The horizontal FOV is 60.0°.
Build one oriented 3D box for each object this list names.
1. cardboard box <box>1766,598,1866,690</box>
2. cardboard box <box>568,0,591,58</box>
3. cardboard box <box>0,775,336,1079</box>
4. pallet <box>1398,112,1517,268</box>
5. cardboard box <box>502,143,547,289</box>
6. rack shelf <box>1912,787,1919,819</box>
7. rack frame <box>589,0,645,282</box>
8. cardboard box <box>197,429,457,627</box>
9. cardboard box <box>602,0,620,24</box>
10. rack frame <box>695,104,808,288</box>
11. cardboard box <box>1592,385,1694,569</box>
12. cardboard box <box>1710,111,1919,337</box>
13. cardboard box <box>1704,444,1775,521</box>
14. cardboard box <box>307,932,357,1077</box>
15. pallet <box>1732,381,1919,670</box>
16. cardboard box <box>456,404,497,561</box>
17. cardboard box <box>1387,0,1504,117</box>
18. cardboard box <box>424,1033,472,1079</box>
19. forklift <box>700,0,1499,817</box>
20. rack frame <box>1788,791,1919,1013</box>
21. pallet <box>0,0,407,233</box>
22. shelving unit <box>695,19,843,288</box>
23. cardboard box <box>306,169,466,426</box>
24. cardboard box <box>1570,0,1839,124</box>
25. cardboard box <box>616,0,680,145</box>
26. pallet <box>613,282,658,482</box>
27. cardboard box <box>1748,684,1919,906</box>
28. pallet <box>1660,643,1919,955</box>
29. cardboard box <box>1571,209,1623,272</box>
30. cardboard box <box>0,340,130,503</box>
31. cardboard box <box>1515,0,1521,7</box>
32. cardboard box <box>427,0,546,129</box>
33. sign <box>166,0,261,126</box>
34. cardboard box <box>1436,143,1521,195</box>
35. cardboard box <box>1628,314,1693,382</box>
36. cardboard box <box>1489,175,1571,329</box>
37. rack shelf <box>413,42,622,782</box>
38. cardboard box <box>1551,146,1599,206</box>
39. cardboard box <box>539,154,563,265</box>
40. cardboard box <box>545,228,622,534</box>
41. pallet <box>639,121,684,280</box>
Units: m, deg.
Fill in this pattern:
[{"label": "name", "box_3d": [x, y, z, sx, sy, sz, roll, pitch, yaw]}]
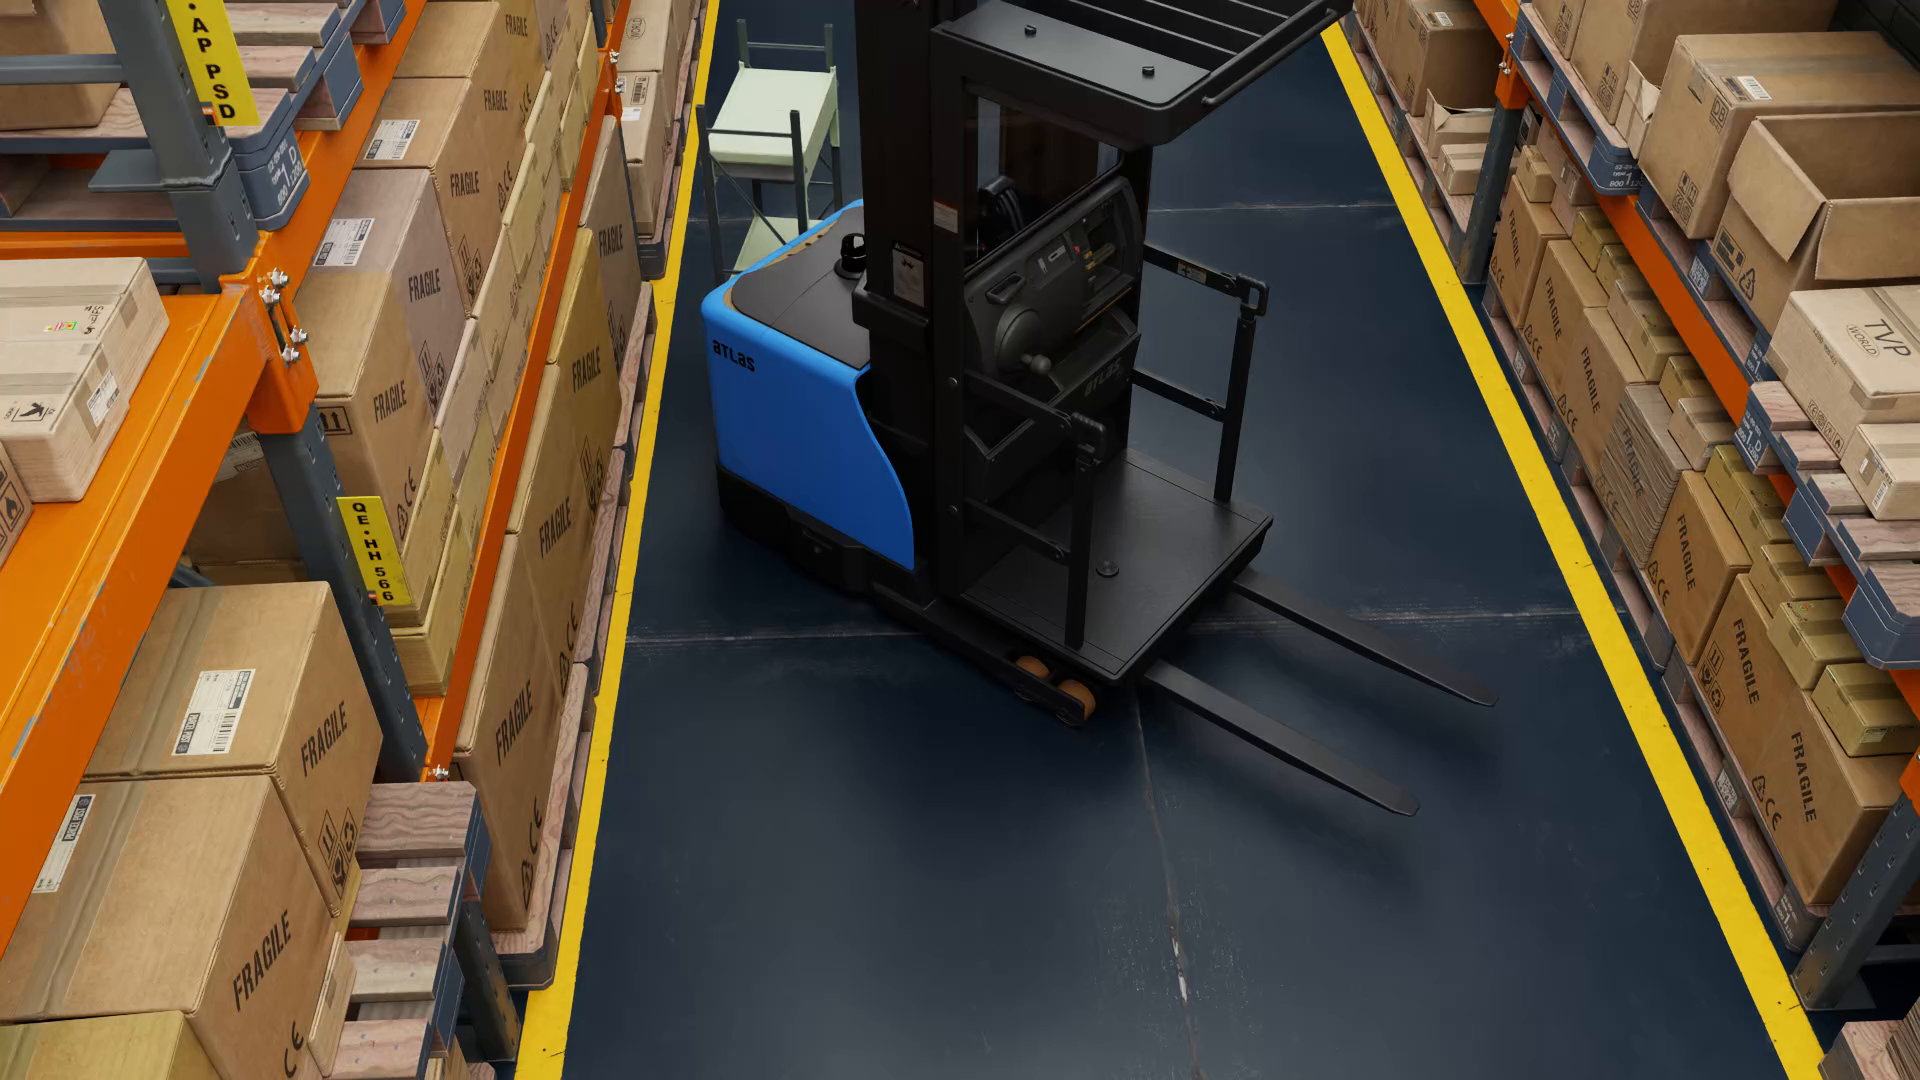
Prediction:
[{"label": "cardboard box", "box_3d": [2.797, 0.321, 5.239, 0.380, 0.149, 0.250, -4, 43, -4]}, {"label": "cardboard box", "box_3d": [-1.753, -2.091, 6.553, 0.500, 0.250, 0.500, -2, 43, -2]}, {"label": "cardboard box", "box_3d": [-1.515, 0.794, 3.059, 0.500, 0.500, 0.500, -2, 43, -2]}, {"label": "pallet", "box_3d": [2.916, -1.833, 8.594, 1.003, 0.211, 1.213, -2, 43, -2]}, {"label": "cardboard box", "box_3d": [-1.658, -1.059, 5.427, 0.500, 0.250, 0.500, -1, 43, -1]}, {"label": "rack shelf", "box_3d": [3.199, 1.918, 2.970, 1.077, 0.370, 4.000, -2, 43, -2]}, {"label": "rack frame", "box_3d": [-2.015, -2.253, 6.988, 1.000, 3.000, 0.127, -2, 43, -2]}, {"label": "cardboard box", "box_3d": [-1.620, -0.031, 4.305, 0.500, 0.250, 0.500, -2, 43, -2]}, {"label": "cardboard box", "box_3d": [-1.773, -2.614, 7.308, 0.500, 0.500, 0.500, 0, 43, 0]}, {"label": "rack frame", "box_3d": [-0.809, -1.087, 6.826, 0.400, 1.500, 0.023, 5, 43, 5]}, {"label": "cardboard box", "box_3d": [2.805, -0.252, 6.344, 0.500, 0.500, 0.500, -3, 43, -3]}, {"label": "cardboard box", "box_3d": [2.860, -0.987, 5.220, 0.797, 0.503, 0.637, -3, 43, -3]}, {"label": "cardboard box", "box_3d": [2.853, -0.206, 5.814, 0.380, 0.149, 0.250, -2, 43, -2]}, {"label": "cardboard box", "box_3d": [-1.457, 0.948, 3.371, 0.380, 0.149, 0.250, -2, 43, -2]}, {"label": "pallet", "box_3d": [3.015, -0.082, 4.762, 1.213, 0.211, 1.003, -2, 43, -2]}, {"label": "cardboard box", "box_3d": [-1.654, -0.181, 4.838, 0.500, 0.250, 0.500, -3, 43, -3]}, {"label": "cardboard box", "box_3d": [2.747, -2.637, 8.946, 0.700, 0.500, 0.500, -3, 43, -3]}, {"label": "cardboard box", "box_3d": [-1.831, 1.643, 4.371, 0.950, 0.372, 0.625, -4, 43, -5]}, {"label": "forklift", "box_3d": [0.493, -0.820, 5.476, 3.031, 2.935, 1.130, 28, 49, 27]}, {"label": "rack frame", "box_3d": [3.114, 0.303, 4.200, 1.000, 3.000, 0.127, -2, 43, -2]}, {"label": "pallet", "box_3d": [-1.925, -1.022, 3.565, 1.213, 0.211, 1.003, 0, 43, 0]}, {"label": "shelving unit", "box_3d": [-0.766, -1.333, 7.094, 0.431, 1.500, 0.755, 5, 43, 5]}, {"label": "cardboard box", "box_3d": [-1.652, -0.632, 4.406, 0.500, 0.500, 0.500, -1, 43, -2]}, {"label": "cardboard box", "box_3d": [2.763, -1.907, 6.226, 0.700, 0.500, 0.500, -1, 43, -1]}, {"label": "cardboard box", "box_3d": [-1.973, -2.494, 8.837, 0.875, 0.438, 0.875, -3, 43, -3]}, {"label": "pallet", "box_3d": [-1.907, -0.706, 7.364, 1.003, 0.211, 1.213, -2, 43, -2]}, {"label": "cardboard box", "box_3d": [2.881, 0.790, 5.207, 0.500, 0.500, 0.500, -1, 43, -1]}, {"label": "pallet", "box_3d": [3.120, 0.825, 5.693, 1.003, 0.211, 1.213, -2, 43, -2]}, {"label": "cardboard box", "box_3d": [2.805, -1.263, 6.967, 0.380, 0.149, 0.250, -4, 43, -4]}, {"label": "cardboard box", "box_3d": [-1.603, -0.191, 2.705, 0.380, 0.149, 0.250, -2, 43, -2]}, {"label": "cardboard box", "box_3d": [2.678, -2.513, 7.458, 0.380, 0.149, 0.250, -1, 43, -1]}, {"label": "cardboard box", "box_3d": [-1.714, -1.672, 5.540, 0.500, 0.500, 0.500, 0, 43, 0]}, {"label": "sign", "box_3d": [-1.303, -0.863, 2.869, 0.100, 0.325, 0.005, -2, 43, -2]}, {"label": "cardboard box", "box_3d": [2.627, -1.869, 8.369, 0.380, 0.149, 0.250, -3, 43, -3]}, {"label": "cardboard box", "box_3d": [2.812, -0.741, 6.397, 0.380, 0.149, 0.250, 0, 43, 0]}, {"label": "cardboard box", "box_3d": [2.740, -1.298, 7.485, 0.500, 0.500, 0.500, 0, 43, 0]}, {"label": "rack shelf", "box_3d": [-1.930, -0.637, 5.758, 1.077, 0.370, 4.000, -2, 43, -2]}, {"label": "cardboard box", "box_3d": [2.752, -1.556, 7.067, 0.380, 0.149, 0.250, -4, 43, -4]}, {"label": "cardboard box", "box_3d": [-1.721, -1.217, 5.969, 0.500, 0.250, 0.500, -3, 43, -3]}, {"label": "cardboard box", "box_3d": [-1.863, -0.599, 6.445, 0.875, 0.875, 0.875, -1, 43, -1]}, {"label": "pallet", "box_3d": [-1.969, -1.740, 8.493, 1.003, 0.211, 1.213, -2, 43, -2]}]
